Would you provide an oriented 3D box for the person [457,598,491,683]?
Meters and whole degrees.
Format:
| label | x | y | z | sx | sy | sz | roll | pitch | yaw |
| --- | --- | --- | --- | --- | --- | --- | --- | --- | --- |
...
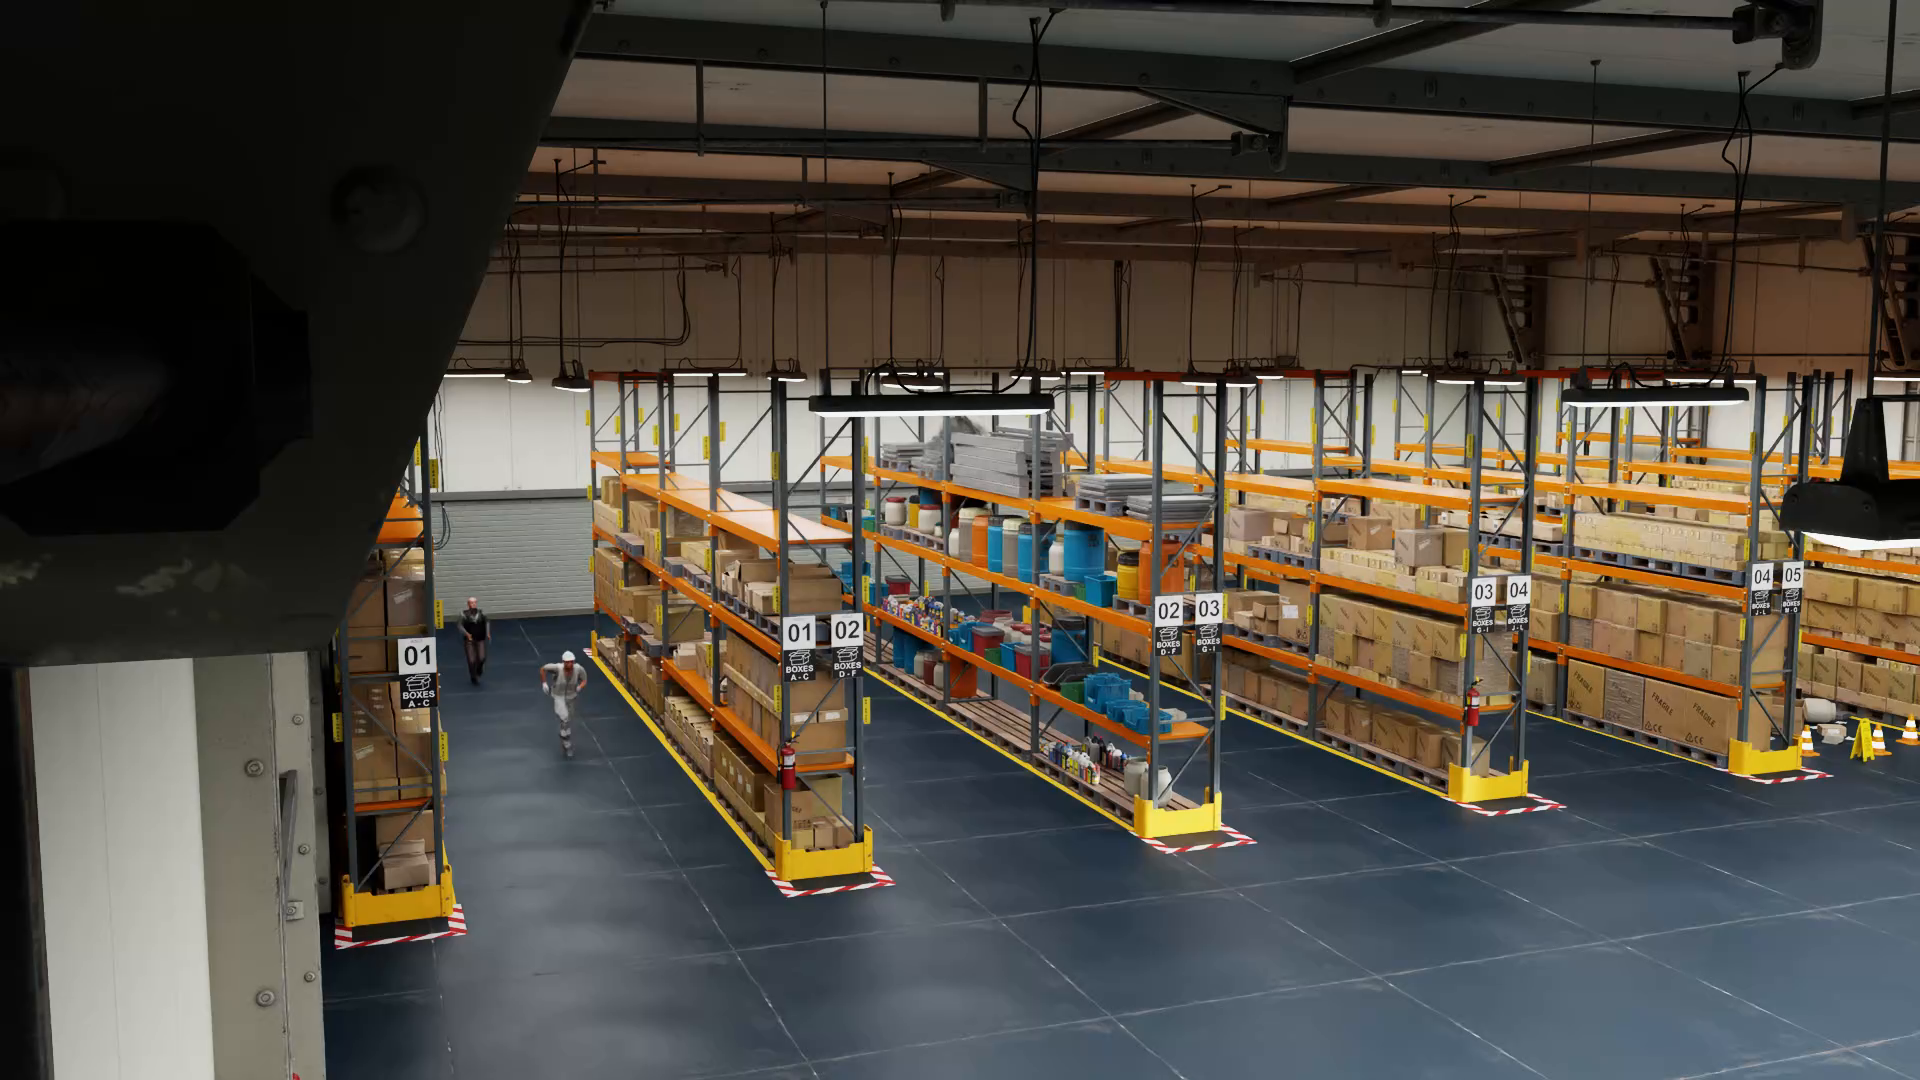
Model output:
| label | x | y | z | sx | sy | sz | roll | pitch | yaw |
| --- | --- | --- | --- | --- | --- | --- | --- | --- | --- |
| person | -9.333 | 1.934 | 32.000 | 0.640 | 1.669 | 0.616 | -3 | 7 | -25 |

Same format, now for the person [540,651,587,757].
| label | x | y | z | sx | sy | sz | roll | pitch | yaw |
| --- | --- | --- | --- | --- | --- | --- | --- | --- | --- |
| person | -6.309 | 2.571 | 26.476 | 0.715 | 1.734 | 1.028 | -3 | 7 | -23 |
